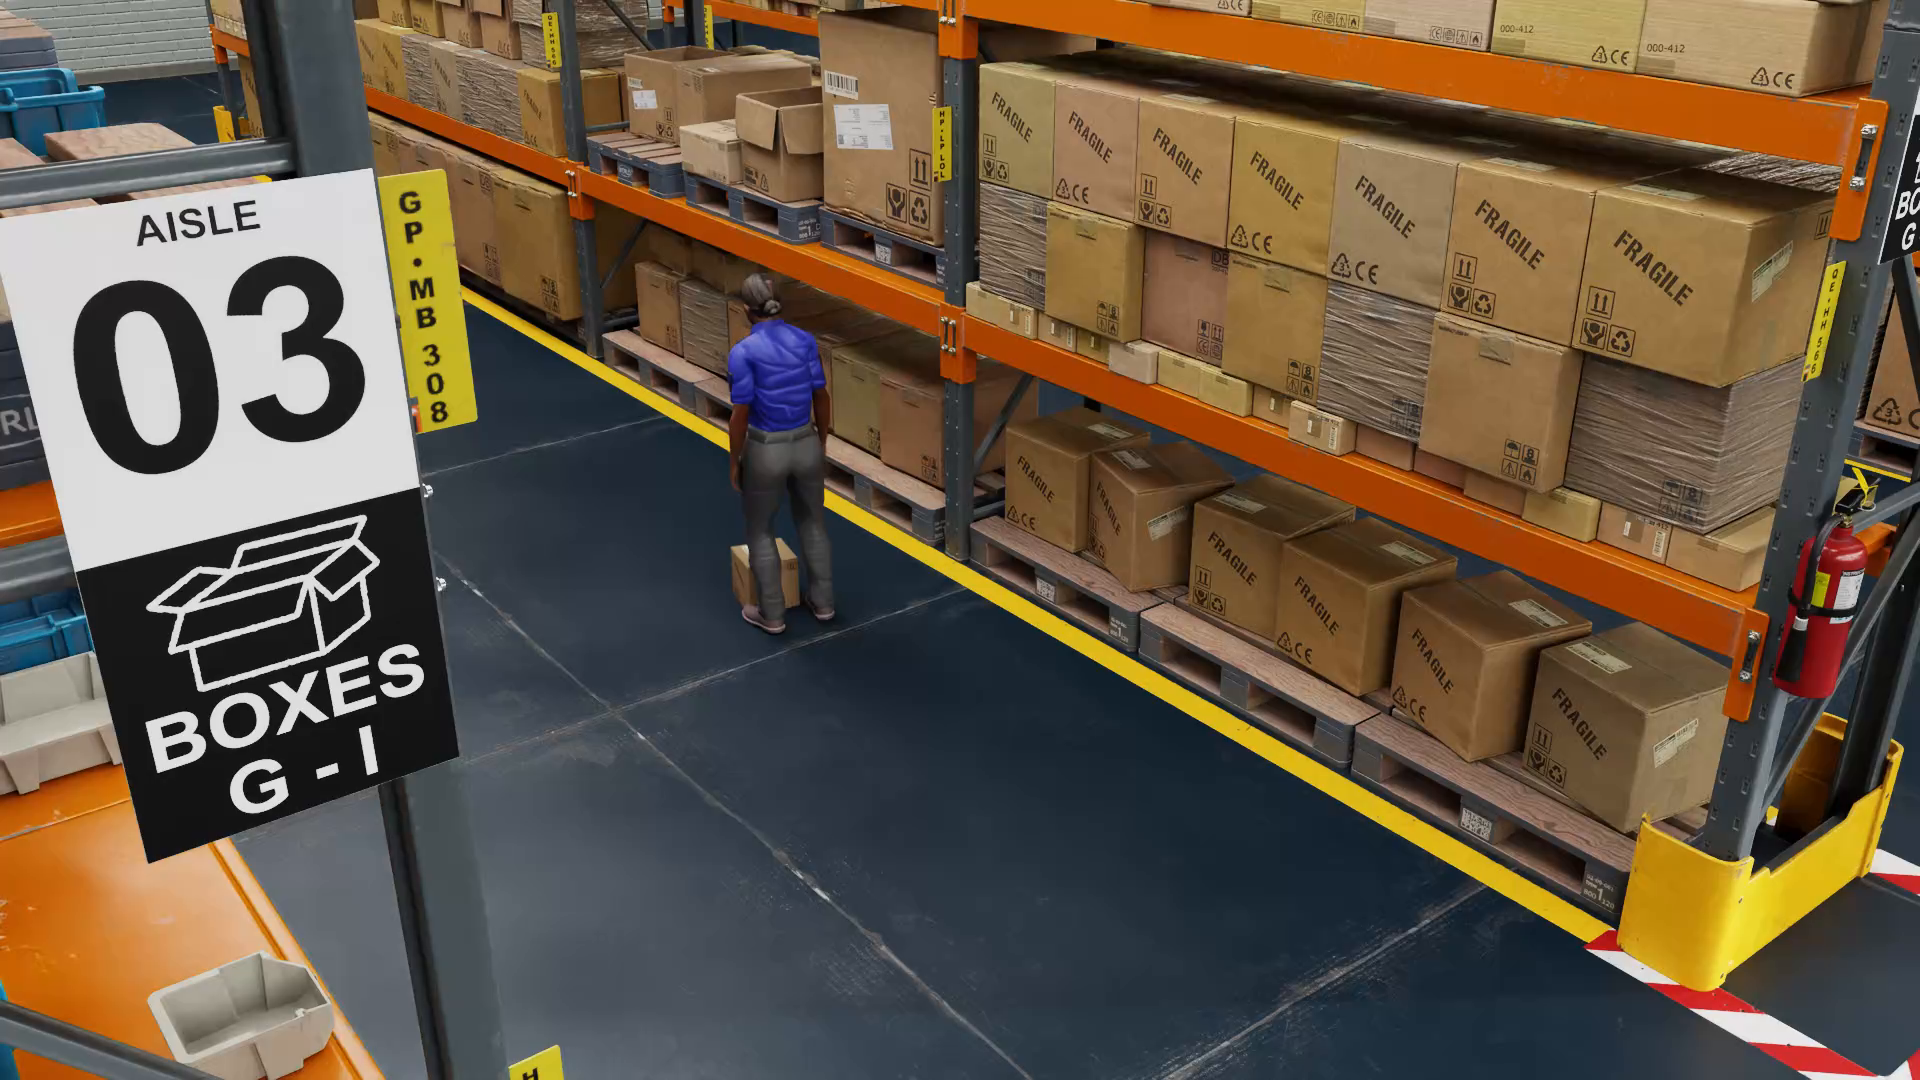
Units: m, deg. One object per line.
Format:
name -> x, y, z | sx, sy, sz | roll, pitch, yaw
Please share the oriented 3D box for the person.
person -> -0.800, -0.379, 7.431 | 0.512, 1.653, 0.348 | -14, 28, -28
